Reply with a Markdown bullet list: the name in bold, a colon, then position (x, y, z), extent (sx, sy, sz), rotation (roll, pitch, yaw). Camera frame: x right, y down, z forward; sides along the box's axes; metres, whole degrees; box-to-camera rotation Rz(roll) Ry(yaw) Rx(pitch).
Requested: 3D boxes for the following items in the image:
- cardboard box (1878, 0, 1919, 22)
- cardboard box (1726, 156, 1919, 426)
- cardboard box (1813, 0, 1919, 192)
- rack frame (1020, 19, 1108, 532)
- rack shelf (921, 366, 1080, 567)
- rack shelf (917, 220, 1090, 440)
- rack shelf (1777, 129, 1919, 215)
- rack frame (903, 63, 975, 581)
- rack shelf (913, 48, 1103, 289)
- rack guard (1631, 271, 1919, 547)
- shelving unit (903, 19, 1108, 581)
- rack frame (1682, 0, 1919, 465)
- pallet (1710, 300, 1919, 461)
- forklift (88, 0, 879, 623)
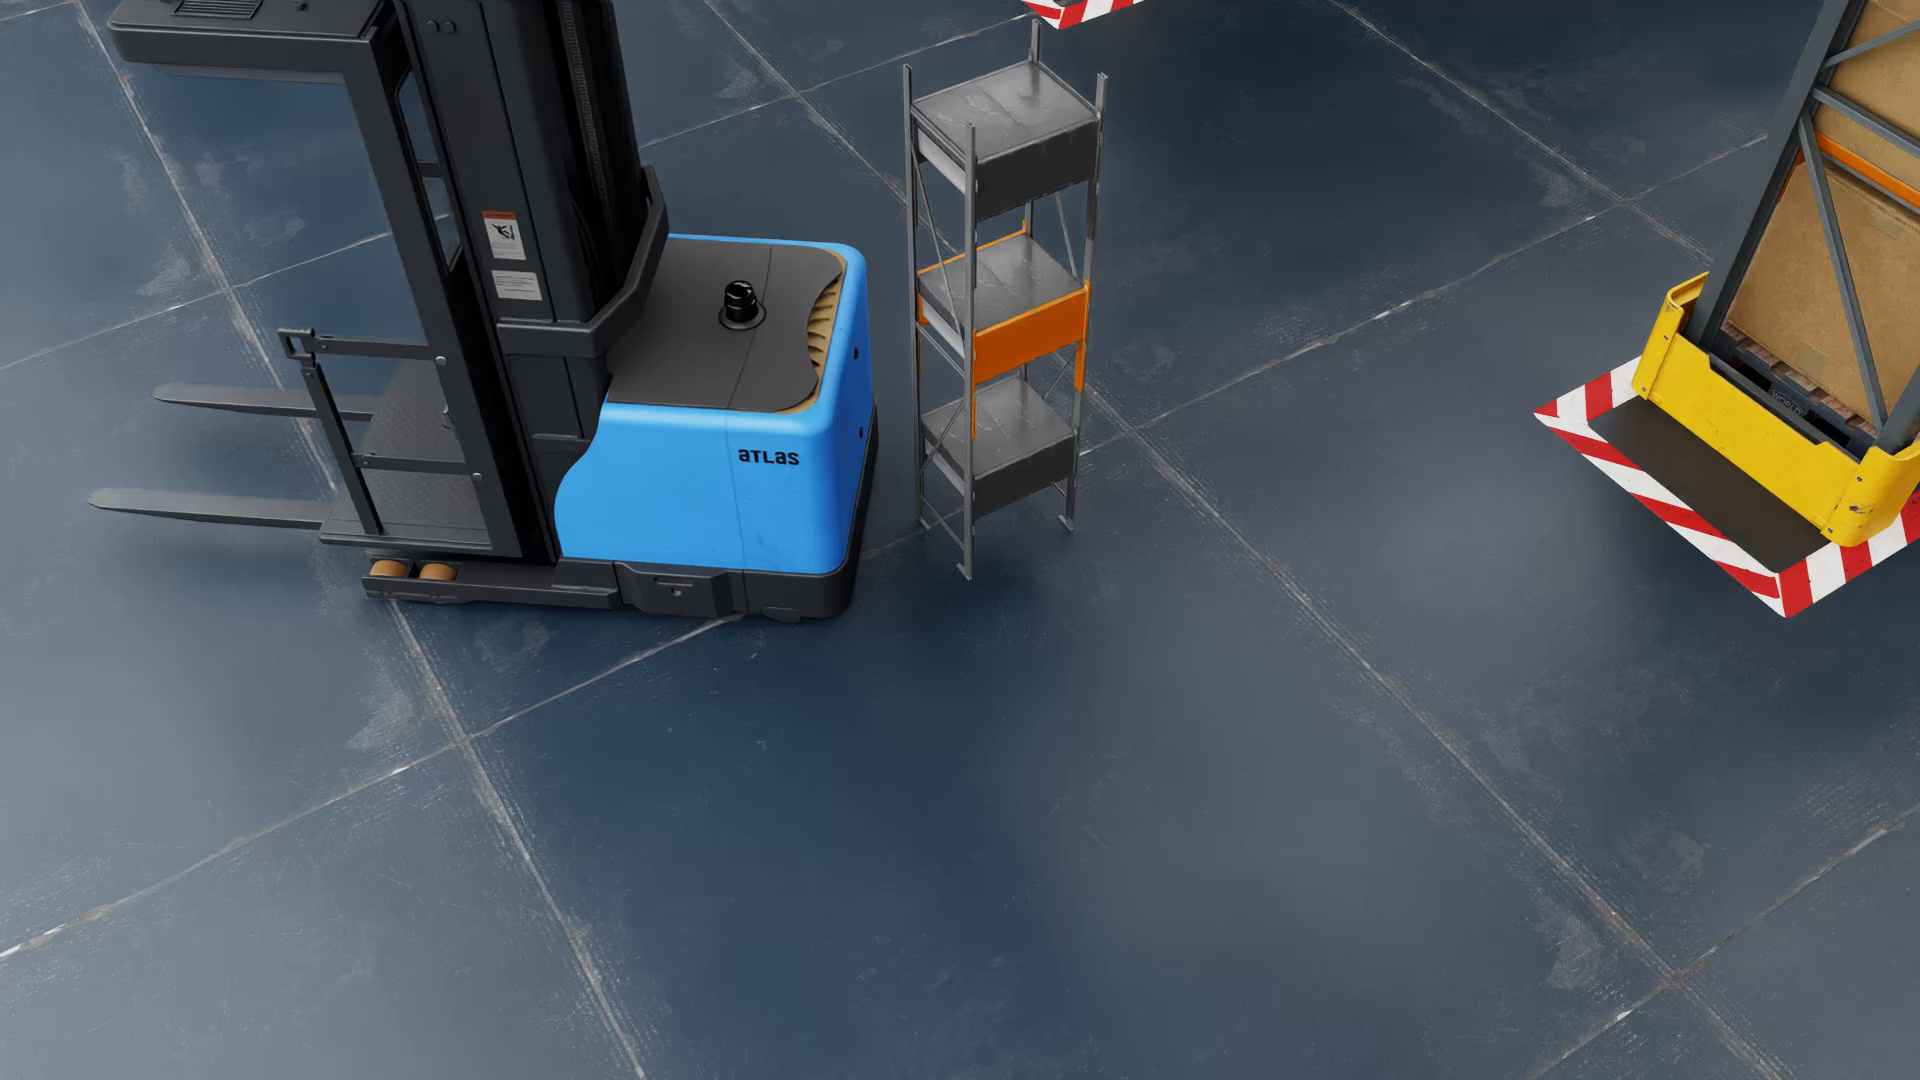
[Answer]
- **cardboard box**: position (3.734, -1.929, 5.581), extent (0.550, 0.550, 0.875), rotation (-25, 53, -21)
- **cardboard box**: position (3.937, -1.141, 6.845), extent (0.875, 0.875, 0.875), rotation (-25, 53, -21)
- **cardboard box**: position (3.689, -1.623, 6.031), extent (0.550, 0.550, 0.875), rotation (-25, 53, -21)
- **rack frame**: position (0.346, -0.861, 6.057), extent (0.015, 2.100, 0.400), rotation (-25, 53, -21)
- **rack shelf**: position (0.140, -0.290, 6.503), extent (0.480, 0.518, 0.431), rotation (-25, 53, -21)
- **rack shelf**: position (0.140, -0.755, 5.980), extent (0.480, 0.518, 0.431), rotation (-25, 53, -21)
- **rack shelf**: position (5.091, -1.954, 6.909), extent (4.000, 0.370, 1.077), rotation (-25, 53, -21)
- **rack frame**: position (-0.066, -0.667, 5.883), extent (0.015, 2.100, 0.400), rotation (-25, 53, -21)
- **rack shelf**: position (0.140, -1.221, 5.457), extent (0.480, 0.518, 0.431), rotation (-25, 53, -21)
- **rack guard**: position (3.379, -0.555, 6.855), extent (0.348, 0.500, 1.175), rotation (-25, 53, -21)
- **shelving unit**: position (0.140, -0.764, 5.970), extent (0.503, 2.100, 0.431), rotation (-25, 53, -21)
- **rack frame**: position (3.399, -1.396, 5.930), extent (0.127, 3.000, 1.000), rotation (-25, 53, -21)
- **pallet**: position (4.034, -0.837, 7.299), extent (1.213, 0.211, 1.003), rotation (-25, 53, -21)
- **forklift**: position (-1.888, -1.117, 5.727), extent (3.031, 2.935, 1.130), rotation (4, 48, 3)
